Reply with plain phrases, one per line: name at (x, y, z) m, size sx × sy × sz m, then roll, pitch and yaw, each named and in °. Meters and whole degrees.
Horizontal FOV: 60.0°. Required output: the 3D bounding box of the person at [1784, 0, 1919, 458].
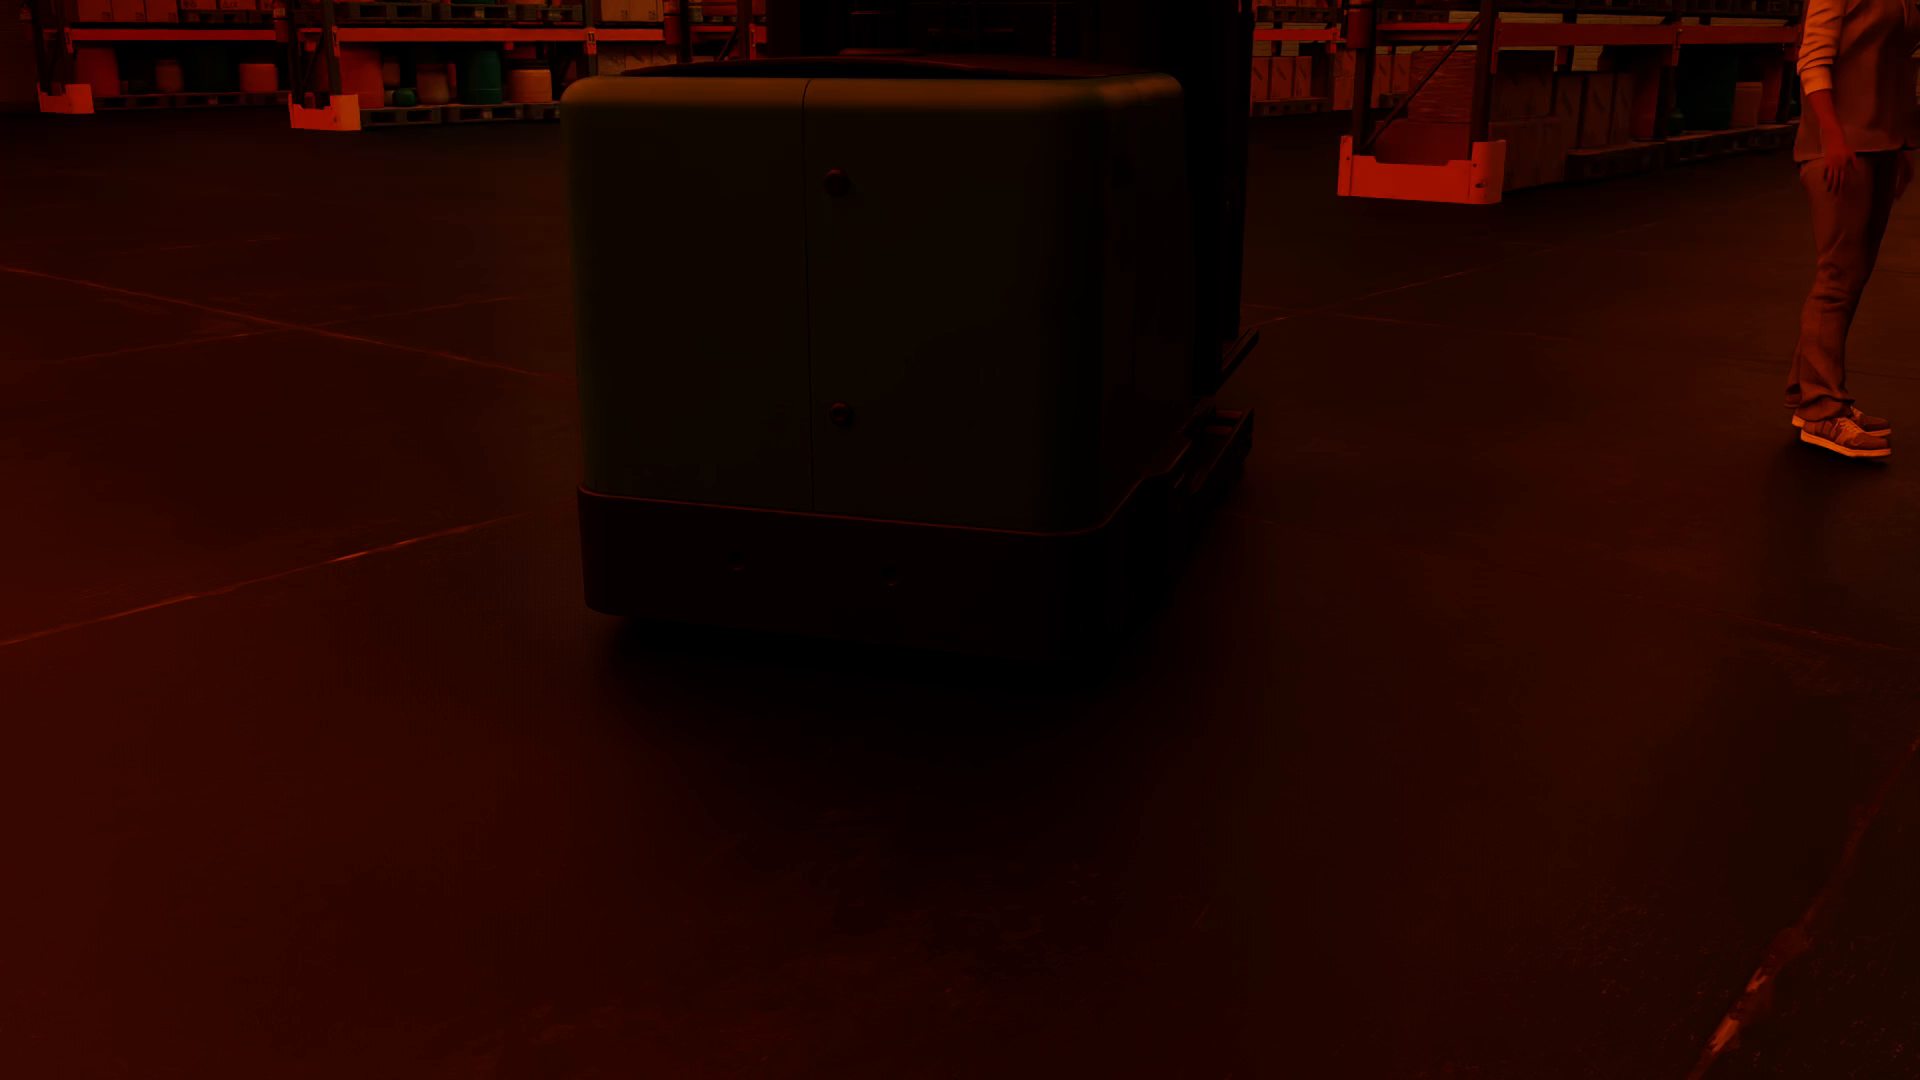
person at (2.597, -1.071, 4.696) m, size 0.518 × 1.597 × 0.477 m, roll -14°, pitch 22°, yaw -38°

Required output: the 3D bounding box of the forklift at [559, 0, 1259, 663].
forklift at (0.182, -1.571, 4.072) m, size 1.130 × 2.935 × 3.031 m, roll 5°, pitch 18°, yaw 17°
